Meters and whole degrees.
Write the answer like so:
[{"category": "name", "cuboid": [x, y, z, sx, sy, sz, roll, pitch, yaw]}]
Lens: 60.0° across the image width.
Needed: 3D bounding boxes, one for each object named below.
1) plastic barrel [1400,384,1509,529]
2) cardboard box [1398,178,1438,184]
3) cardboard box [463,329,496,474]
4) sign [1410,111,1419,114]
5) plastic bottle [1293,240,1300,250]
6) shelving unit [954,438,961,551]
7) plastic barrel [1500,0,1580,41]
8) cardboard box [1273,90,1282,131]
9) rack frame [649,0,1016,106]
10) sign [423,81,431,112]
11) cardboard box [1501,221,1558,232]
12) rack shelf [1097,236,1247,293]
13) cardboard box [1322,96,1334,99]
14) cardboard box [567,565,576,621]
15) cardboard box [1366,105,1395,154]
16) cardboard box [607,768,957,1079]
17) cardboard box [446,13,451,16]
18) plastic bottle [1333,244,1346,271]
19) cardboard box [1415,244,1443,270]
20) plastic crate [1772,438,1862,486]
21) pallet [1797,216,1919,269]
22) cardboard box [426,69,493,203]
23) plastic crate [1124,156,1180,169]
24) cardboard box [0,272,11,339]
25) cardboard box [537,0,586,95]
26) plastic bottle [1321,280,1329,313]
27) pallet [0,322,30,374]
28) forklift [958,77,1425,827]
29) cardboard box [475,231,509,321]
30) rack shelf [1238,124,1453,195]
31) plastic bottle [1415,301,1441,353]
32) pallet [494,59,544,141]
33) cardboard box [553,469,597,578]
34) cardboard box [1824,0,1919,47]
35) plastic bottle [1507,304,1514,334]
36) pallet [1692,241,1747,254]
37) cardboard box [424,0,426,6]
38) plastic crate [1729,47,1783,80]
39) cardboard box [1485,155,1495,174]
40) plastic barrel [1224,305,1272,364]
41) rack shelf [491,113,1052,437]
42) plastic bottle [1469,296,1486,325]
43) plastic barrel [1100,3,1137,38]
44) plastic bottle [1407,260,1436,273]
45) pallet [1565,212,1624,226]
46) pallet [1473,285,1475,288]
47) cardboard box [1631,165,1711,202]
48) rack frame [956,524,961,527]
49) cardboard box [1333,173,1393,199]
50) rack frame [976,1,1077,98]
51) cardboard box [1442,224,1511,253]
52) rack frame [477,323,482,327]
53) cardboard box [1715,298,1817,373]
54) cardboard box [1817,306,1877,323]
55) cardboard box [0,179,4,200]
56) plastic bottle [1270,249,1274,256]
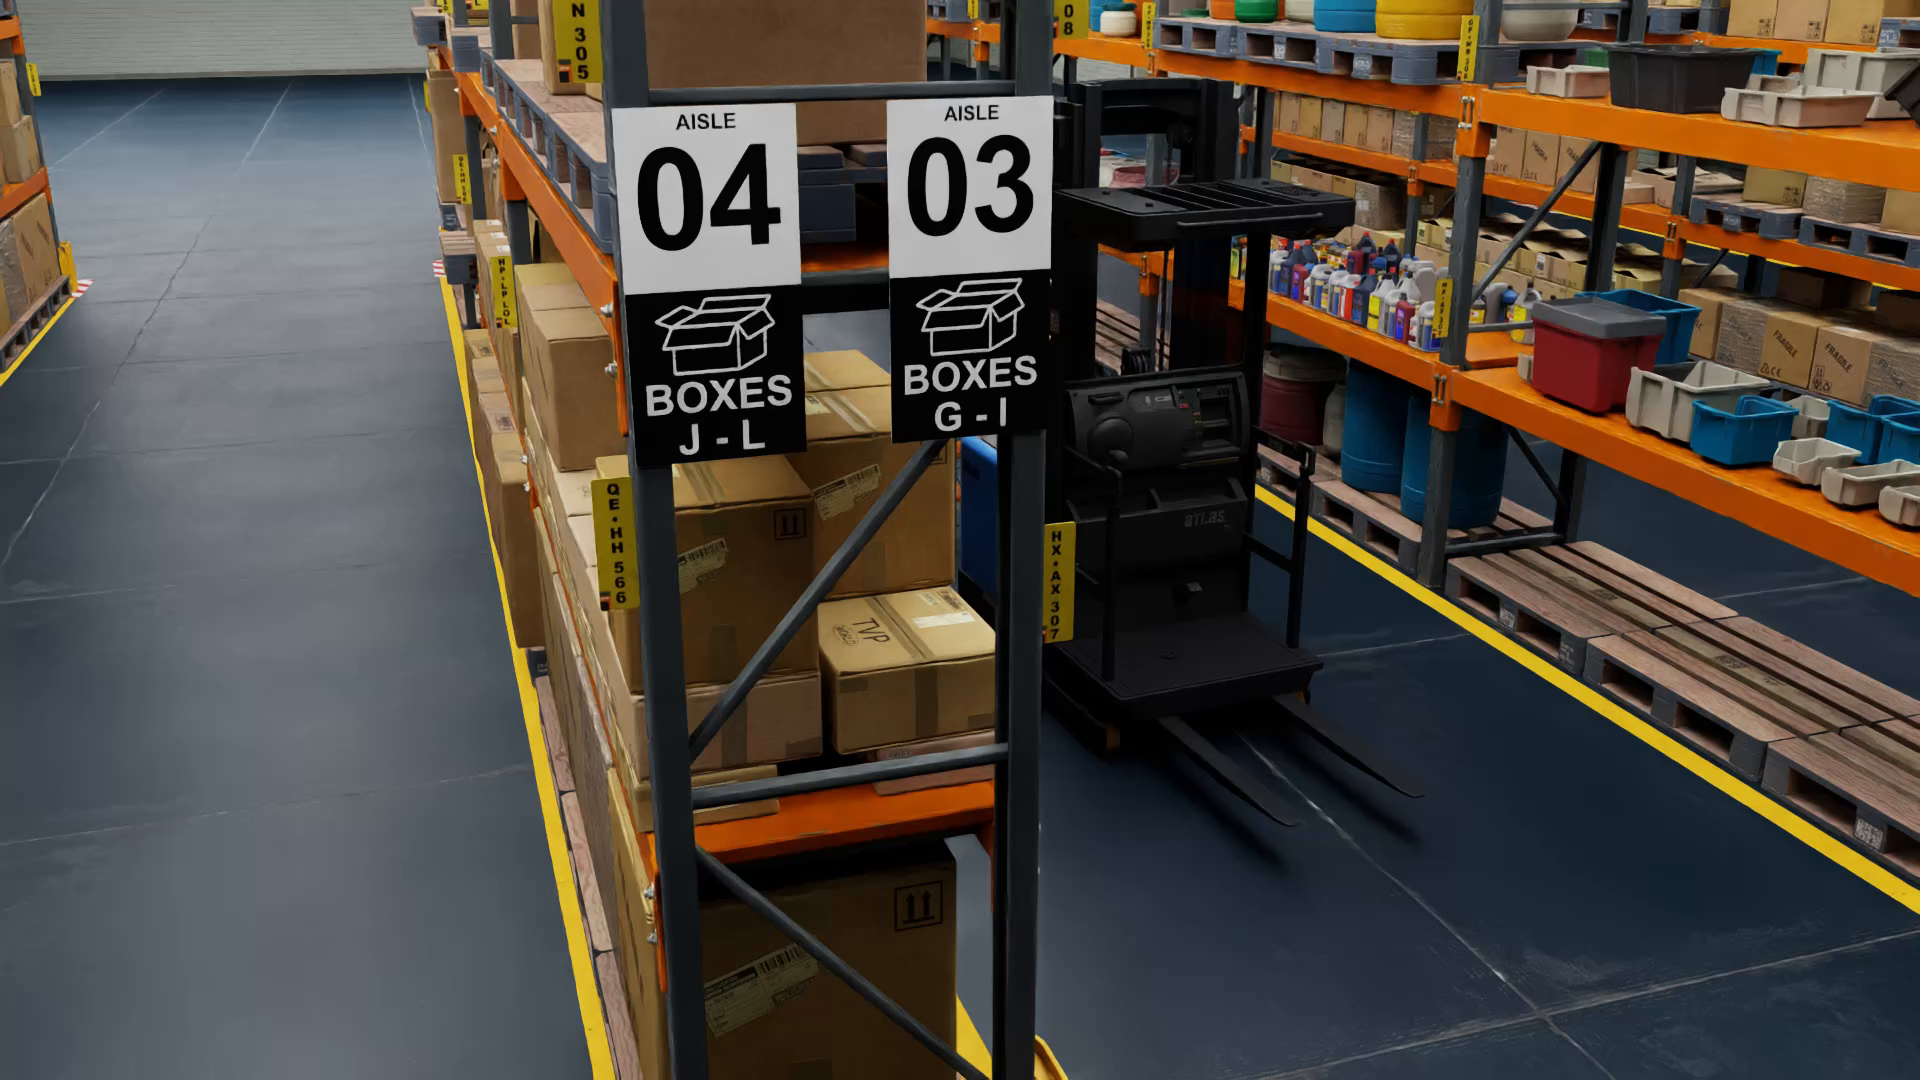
[{"category": "plastic barrel", "cuboid": [3.008, -0.583, 10.086, 0.600, 0.901, 0.708, -6, 21, -17]}, {"category": "cardboard box", "cuboid": [5.339, -3.887, 19.139, 0.500, 0.500, 0.500, -6, 21, -17]}, {"category": "cardboard box", "cuboid": [-2.599, -0.928, 11.085, 1.225, 0.875, 0.875, -7, 21, -20]}, {"category": "sign", "cuboid": [4.825, -4.674, 17.595, 0.100, 0.325, 0.005, -6, 21, -17]}, {"category": "plastic bottle", "cuboid": [2.529, -2.189, 12.369, 0.097, 0.201, 0.097, 0, 20, 0]}, {"category": "shelving unit", "cuboid": [0.017, -0.477, 10.191, 0.215, 1.050, 0.252, -6, 21, -17]}, {"category": "plastic barrel", "cuboid": [3.235, -3.066, 9.255, 0.433, 0.535, 0.433, 0, 20, 0]}, {"category": "cardboard box", "cuboid": [4.229, -5.469, 21.056, 0.700, 0.500, 0.500, -6, 21, -17]}, {"category": "rack frame", "cuboid": [-0.285, -2.210, 3.257, 0.949, 2.616, 0.053, -6, 21, -17]}, {"category": "sign", "cuboid": [-5.826, -4.871, 18.260, 0.100, 0.325, 0.005, -6, 21, -17]}, {"category": "cardboard box", "cuboid": [5.921, -3.191, 17.480, 0.500, 0.311, 0.500, -6, 21, -16]}, {"category": "rack shelf", "cuboid": [1.277, -2.784, 14.793, 1.077, 0.370, 4.000, -6, 21, -17]}, {"category": "cardboard box", "cuboid": [4.496, -5.283, 19.580, 0.380, 0.149, 0.250, -6, 21, -17]}, {"category": "cardboard box", "cuboid": [-1.187, 0.161, 5.901, 0.380, 0.149, 0.250, -6, 21, -16]}, {"category": "cardboard box", "cuboid": [5.034, -4.646, 18.768, 0.700, 0.500, 0.500, -7, 21, -18]}, {"category": "cardboard box", "cuboid": [-0.559, 1.219, 5.109, 0.875, 0.875, 0.875, -6, 21, -17]}, {"category": "cardboard box", "cuboid": [-3.355, -3.938, 11.618, 0.500, 0.500, 0.500, -6, 21, -17]}, {"category": "plastic bottle", "cuboid": [2.713, -2.002, 11.847, 0.097, 0.201, 0.097, 0, 20, 0]}, {"category": "cardboard box", "cuboid": [5.243, -3.037, 17.881, 0.500, 0.250, 0.500, -7, 21, -19]}, {"category": "plastic crate", "cuboid": [3.693, -0.334, 7.211, 0.298, 0.136, 0.250, -6, 21, -17]}, {"category": "pallet", "cuboid": [7.225, -2.292, 12.643, 1.003, 0.211, 1.213, -6, 21, -17]}, {"category": "cardboard box", "cuboid": [-3.937, -3.448, 14.070, 1.000, 1.000, 1.000, -6, 21, -17]}, {"category": "plastic crate", "cuboid": [1.688, -3.062, 14.408, 0.402, 0.464, 0.583, -6, 21, -17]}, {"category": "cardboard box", "cuboid": [-8.925, -2.150, 14.487, 0.875, 0.875, 0.875, -6, 21, -16]}, {"category": "cardboard box", "cuboid": [-1.042, -1.773, 5.562, 0.700, 0.500, 0.500, -5, 20, -15]}, {"category": "plastic bottle", "cuboid": [2.354, -1.552, 10.594, 0.097, 0.201, 0.097, 0, 20, 0]}, {"category": "pallet", "cuboid": [-8.959, -1.683, 14.790, 1.003, 0.211, 1.213, -6, 21, -17]}, {"category": "forklift", "cuboid": [1.025, -0.551, 7.614, 1.130, 2.935, 3.031, -8, 21, -21]}, {"category": "cardboard box", "cuboid": [-2.738, -1.651, 10.428, 0.500, 0.500, 0.500, -7, 21, -19]}, {"category": "rack shelf", "cuboid": [4.723, -4.592, 19.829, 1.077, 0.370, 4.000, -6, 21, -17]}, {"category": "plastic bottle", "cuboid": [2.732, -1.231, 9.589, 0.152, 0.276, 0.135, -6, 21, -17]}, {"category": "pallet", "cuboid": [-1.292, -1.777, 6.620, 1.003, 0.211, 1.213, -6, 21, -17]}, {"category": "cardboard box", "cuboid": [-1.173, -0.077, 5.974, 0.500, 0.250, 0.500, -6, 21, -17]}, {"category": "cardboard box", "cuboid": [7.102, -3.997, 12.523, 0.910, 0.500, 0.500, -6, 21, -17]}, {"category": "plastic bottle", "cuboid": [3.357, -1.344, 10.015, 0.097, 0.201, 0.097, 0, 20, 0]}, {"category": "pallet", "cuboid": [9.809, -3.716, 20.450, 1.003, 0.211, 1.213, -6, 21, -17]}, {"category": "cardboard box", "cuboid": [-5.237, -5.516, 17.120, 0.500, 0.250, 0.500, -7, 21, -18]}, {"category": "plastic crate", "cuboid": [3.752, -2.271, 8.113, 0.416, 0.233, 0.300, -6, 21, -17]}, {"category": "cardboard box", "cuboid": [5.436, -3.865, 17.111, 0.380, 0.149, 0.250, -6, 21, -17]}, {"category": "plastic barrel", "cuboid": [6.872, -3.040, 13.884, 10.706, 2.957, 0.708, -6, 21, -17]}, {"category": "rack shelf", "cuboid": [-0.911, -1.102, 5.674, 1.077, 0.370, 4.000, -6, 21, -17]}, {"category": "plastic bottle", "cuboid": [3.151, -1.391, 10.144, 0.097, 0.201, 0.097, 0, 20, 0]}, {"category": "plastic barrel", "cuboid": [1.284, -4.210, 13.468, 0.301, 0.262, 0.301, 0, 20, 0]}, {"category": "plastic bottle", "cuboid": [3.015, -1.699, 10.893, 0.152, 0.276, 0.135, -6, 21, -17]}, {"category": "pallet", "cuboid": [9.042, -4.499, 22.630, 1.003, 0.211, 1.213, -6, 21, -17]}, {"category": "pallet", "cuboid": [5.620, -2.745, 17.745, 1.003, 0.211, 1.213, -6, 21, -17]}, {"category": "cardboard box", "cuboid": [6.512, -3.271, 15.218, 0.500, 0.311, 0.500, -7, 21, -18]}, {"category": "rack frame", "cuboid": [-0.022, -0.516, 10.300, 0.200, 1.050, 0.008, -6, 21, -17]}, {"category": "cardboard box", "cuboid": [4.692, -3.993, 19.433, 0.500, 0.500, 0.500, -6, 21, -17]}, {"category": "rack frame", "cuboid": [0.648, -3.764, 16.459, 1.000, 3.000, 0.127, -6, 21, -17]}, {"category": "cardboard box", "cuboid": [5.398, -3.136, 17.328, 0.500, 0.311, 0.500, -7, 21, -18]}, {"category": "rack frame", "cuboid": [-4.057, -3.237, 14.993, 0.949, 2.616, 0.053, -6, 21, -17]}, {"category": "cardboard box", "cuboid": [6.651, -1.692, 13.738, 0.500, 0.500, 0.500, -7, 21, -19]}, {"category": "cardboard box", "cuboid": [7.288, -1.595, 13.466, 0.500, 0.500, 0.500, -7, 21, -19]}, {"category": "cardboard box", "cuboid": [-9.174, -3.291, 14.919, 0.875, 0.550, 0.550, -6, 21, -17]}, {"category": "plastic bottle", "cuboid": [2.108, -1.836, 11.281, 0.097, 0.271, 0.097, 0, 20, 0]}]
